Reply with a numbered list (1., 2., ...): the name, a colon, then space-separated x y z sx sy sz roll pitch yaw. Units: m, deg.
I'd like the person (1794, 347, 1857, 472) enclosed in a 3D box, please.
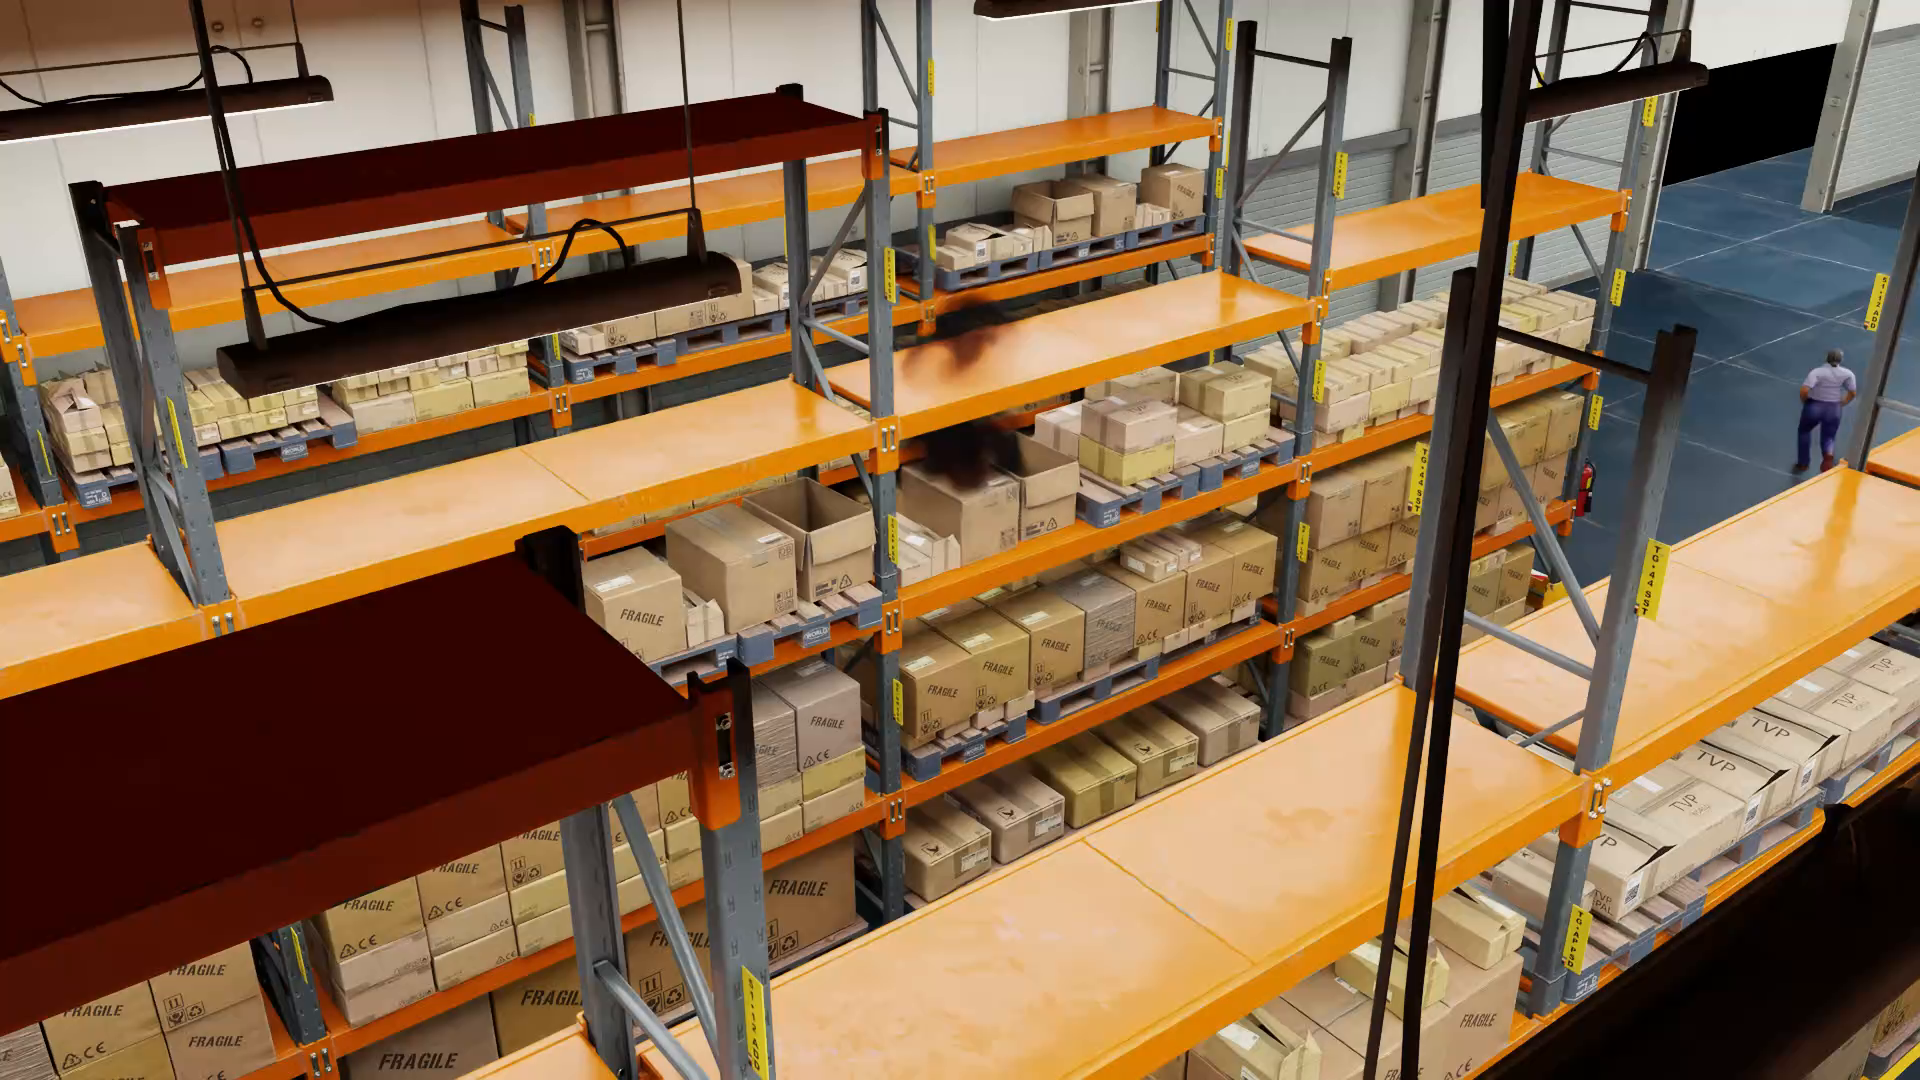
1. person: 10.018 -1.454 19.327 0.605 1.611 0.809 8 27 16
